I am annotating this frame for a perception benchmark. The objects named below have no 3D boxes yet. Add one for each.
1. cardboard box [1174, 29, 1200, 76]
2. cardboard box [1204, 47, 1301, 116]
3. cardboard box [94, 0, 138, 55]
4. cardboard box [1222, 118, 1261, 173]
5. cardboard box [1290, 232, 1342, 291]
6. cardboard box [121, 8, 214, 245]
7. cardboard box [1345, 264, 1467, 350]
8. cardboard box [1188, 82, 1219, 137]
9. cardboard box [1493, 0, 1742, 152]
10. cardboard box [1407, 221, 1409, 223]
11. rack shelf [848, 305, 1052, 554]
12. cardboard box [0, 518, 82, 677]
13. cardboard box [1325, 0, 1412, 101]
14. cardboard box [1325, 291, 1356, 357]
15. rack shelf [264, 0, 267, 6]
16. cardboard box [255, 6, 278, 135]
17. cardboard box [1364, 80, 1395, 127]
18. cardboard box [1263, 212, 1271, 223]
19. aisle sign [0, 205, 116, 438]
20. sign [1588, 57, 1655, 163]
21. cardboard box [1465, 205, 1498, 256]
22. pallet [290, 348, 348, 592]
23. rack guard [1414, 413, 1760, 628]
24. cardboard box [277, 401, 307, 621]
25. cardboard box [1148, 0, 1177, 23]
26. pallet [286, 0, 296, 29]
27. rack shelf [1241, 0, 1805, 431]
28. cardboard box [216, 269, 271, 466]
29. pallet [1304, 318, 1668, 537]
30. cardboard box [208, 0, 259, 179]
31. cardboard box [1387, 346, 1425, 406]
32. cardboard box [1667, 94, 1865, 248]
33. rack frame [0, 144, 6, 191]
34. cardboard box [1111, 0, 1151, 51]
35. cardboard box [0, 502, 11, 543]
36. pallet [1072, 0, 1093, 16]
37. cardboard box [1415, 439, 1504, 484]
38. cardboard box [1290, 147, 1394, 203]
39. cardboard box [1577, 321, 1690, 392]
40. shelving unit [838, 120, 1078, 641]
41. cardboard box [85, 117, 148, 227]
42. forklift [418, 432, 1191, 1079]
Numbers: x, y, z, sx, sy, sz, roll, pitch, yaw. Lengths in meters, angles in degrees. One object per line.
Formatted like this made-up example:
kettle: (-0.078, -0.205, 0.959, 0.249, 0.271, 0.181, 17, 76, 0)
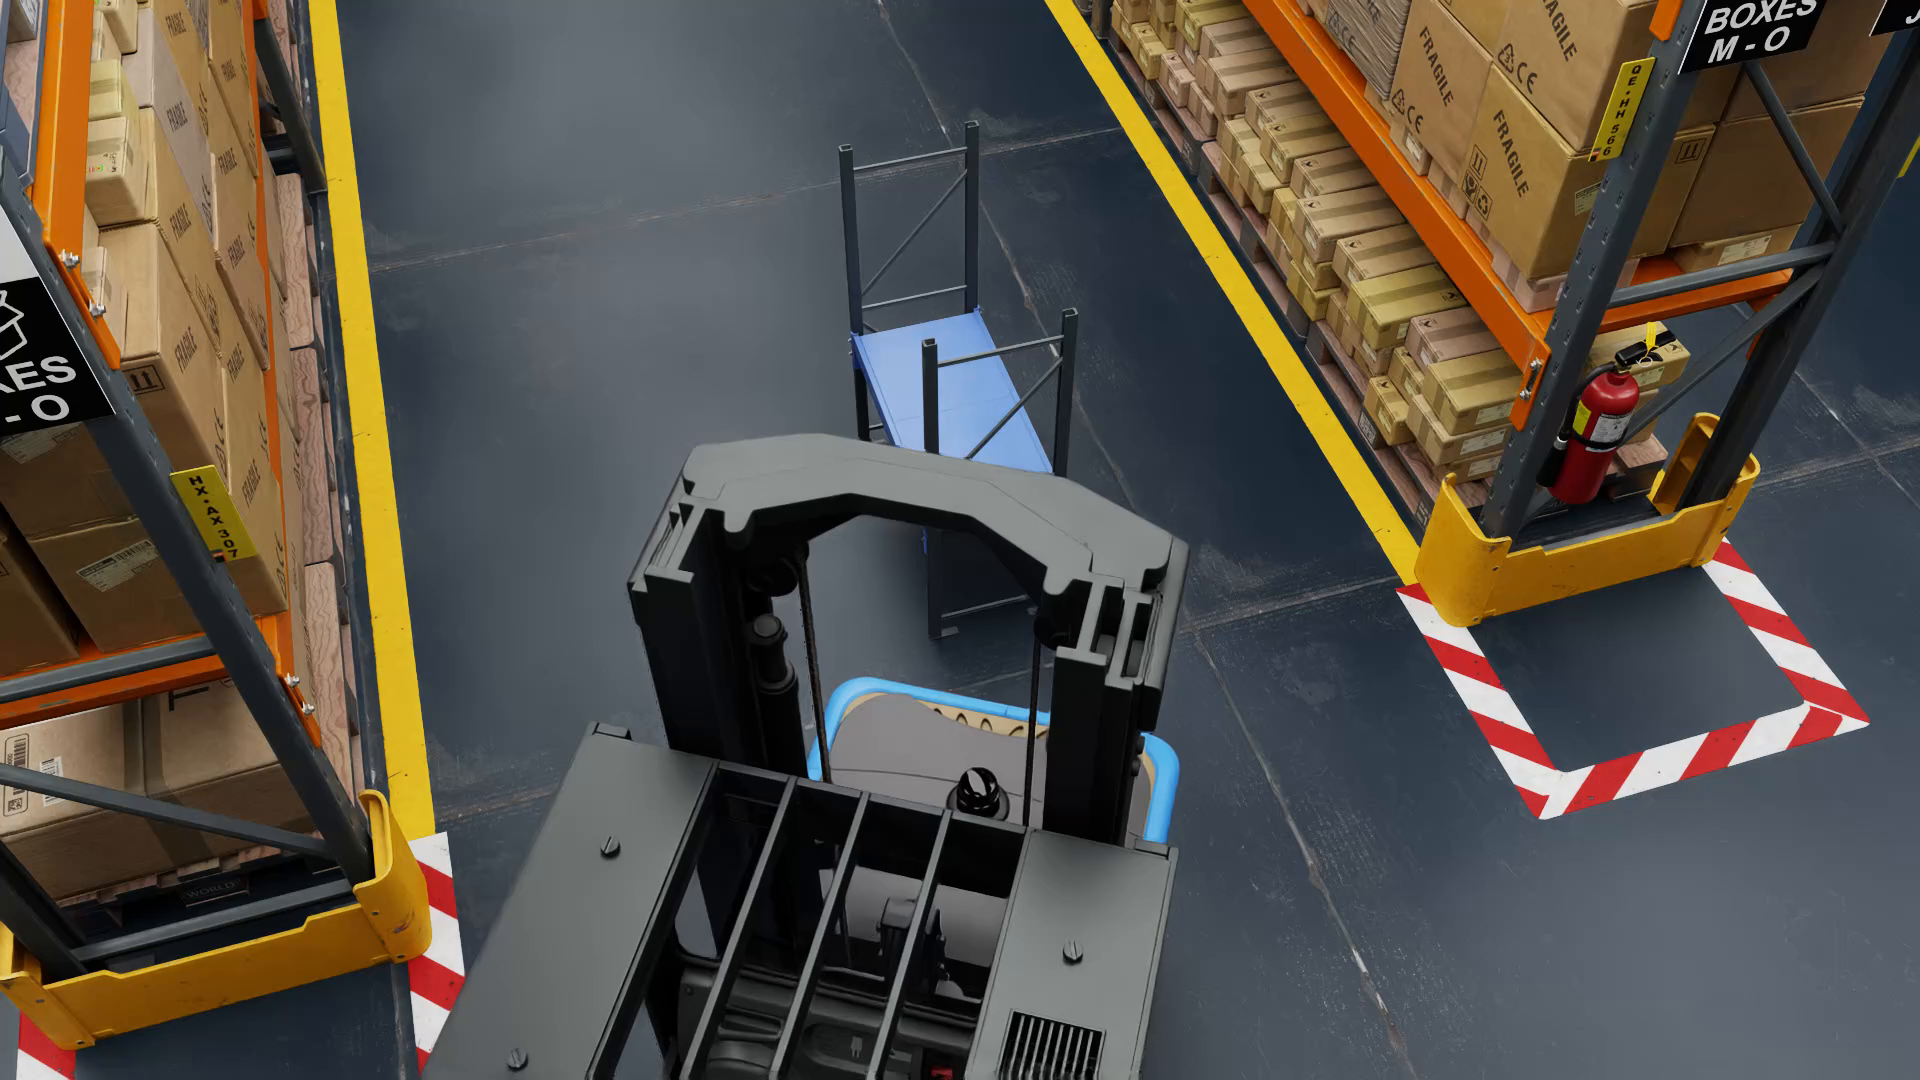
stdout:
cardboard box: (1.257, -2.389, 7.987, 0.380, 0.149, 0.250, -14, 51, -11)
cardboard box: (1.336, -2.080, 7.532, 0.380, 0.149, 0.250, -12, 51, -10)
cardboard box: (-2.537, -1.470, 4.673, 0.380, 0.149, 0.250, -13, 51, -11)
cardboard box: (1.407, -1.786, 7.479, 0.380, 0.149, 0.250, -14, 51, -11)
cardboard box: (1.622, -1.214, 6.997, 0.380, 0.149, 0.250, -13, 51, -10)
cardboard box: (-2.516, -1.153, 4.830, 0.500, 0.500, 0.500, -14, 51, -11)
cardboard box: (1.756, -0.921, 6.555, 0.380, 0.149, 0.250, -14, 51, -12)
cardboard box: (1.314, -2.087, 7.927, 0.380, 0.149, 0.250, -14, 51, -12)
cardboard box: (1.999, -1.555, 4.974, 0.500, 0.500, 0.500, -14, 51, -12)
cardboard box: (2.137, -1.335, 7.099, 0.380, 0.149, 0.250, -16, 52, -13)
rack shelf: (-0.025, -0.430, 6.156, 0.538, 0.185, 1.000, -13, 51, -11)
cardboard box: (-2.722, 0.042, 4.477, 0.500, 0.500, 0.500, -13, 51, -11)
cardboard box: (1.687, -1.970, 5.978, 0.500, 0.500, 0.500, -13, 51, -11)
cardboard box: (1.763, -0.935, 6.956, 0.380, 0.149, 0.250, -13, 51, -11)
rack shelf: (-4.101, -3.784, 8.238, 1.077, 0.370, 4.000, -13, 51, -11)
cardboard box: (-3.770, -2.440, 7.750, 0.875, 0.875, 0.875, -12, 51, -10)
cardboard box: (1.732, -1.670, 6.150, 0.380, 0.149, 0.250, -15, 52, -13)
cardboard box: (1.563, -1.513, 7.443, 0.380, 0.149, 0.250, -12, 51, -10)
aisle sign: (-2.029, -0.484, 3.286, 0.394, 0.787, 0.004, -13, 51, -11)
sign: (1.836, -1.190, 4.617, 0.100, 0.325, 0.005, -13, 51, -11)
cardboard box: (1.968, -1.110, 5.678, 0.380, 0.149, 0.250, -13, 51, -11)
pallet: (-2.995, -0.190, 6.562, 1.003, 0.211, 1.213, -13, 51, -11)
rack guard: (2.349, -0.076, 6.277, 1.175, 0.500, 0.348, -13, 51, -11)
cardboard box: (-2.896, -0.069, 6.037, 0.875, 0.438, 0.875, -12, 51, -10)
cardboard box: (1.118, -2.643, 8.007, 0.380, 0.149, 0.250, -11, 51, -9)
pallet: (-4.174, -3.095, 9.011, 1.003, 0.211, 1.213, -13, 51, -11)
rack shelf: (1.780, -2.055, 6.781, 1.077, 0.370, 4.000, -13, 51, -11)
cardboard box: (-2.371, -0.444, 4.887, 0.500, 0.500, 0.500, -14, 51, -11)
pallet: (2.143, -0.584, 6.894, 1.003, 0.211, 1.213, -13, 51, -11)
cardboard box: (-2.808, -1.568, 5.834, 0.500, 0.500, 0.500, -14, 51, -12)
cardboard box: (1.917, -0.663, 6.532, 0.380, 0.149, 0.250, -14, 51, -12)
cardboard box: (2.503, -1.345, 5.451, 0.500, 0.500, 0.500, -11, 51, -9)
rack frame: (-2.327, -1.567, 1.975, 1.000, 3.000, 0.127, -13, 51, -11)
cardboard box: (0.990, -2.626, 8.381, 0.380, 0.149, 0.250, -15, 52, -13)
cardboard box: (-2.697, -0.286, 4.100, 0.500, 0.500, 0.500, -12, 51, -10)
pallet: (0.957, -3.417, 9.282, 1.003, 0.211, 1.213, -13, 51, -11)
cardboard box: (2.017, -0.380, 6.488, 0.380, 0.149, 0.250, -13, 51, -10)
cardboard box: (1.635, -1.525, 7.065, 0.380, 0.149, 0.250, -15, 51, -12)
cardboard box: (2.541, -0.694, 6.364, 0.380, 0.149, 0.250, -15, 52, -13)
shelving unit: (-0.025, -0.546, 6.019, 0.538, 1.500, 1.048, -13, 51, -11)
cardboard box: (-2.280, -0.910, 4.201, 0.380, 0.149, 0.250, -12, 51, -10)
forklift: (-0.222, 1.315, 3.514, 1.130, 2.935, 3.031, 11, 51, 9)
